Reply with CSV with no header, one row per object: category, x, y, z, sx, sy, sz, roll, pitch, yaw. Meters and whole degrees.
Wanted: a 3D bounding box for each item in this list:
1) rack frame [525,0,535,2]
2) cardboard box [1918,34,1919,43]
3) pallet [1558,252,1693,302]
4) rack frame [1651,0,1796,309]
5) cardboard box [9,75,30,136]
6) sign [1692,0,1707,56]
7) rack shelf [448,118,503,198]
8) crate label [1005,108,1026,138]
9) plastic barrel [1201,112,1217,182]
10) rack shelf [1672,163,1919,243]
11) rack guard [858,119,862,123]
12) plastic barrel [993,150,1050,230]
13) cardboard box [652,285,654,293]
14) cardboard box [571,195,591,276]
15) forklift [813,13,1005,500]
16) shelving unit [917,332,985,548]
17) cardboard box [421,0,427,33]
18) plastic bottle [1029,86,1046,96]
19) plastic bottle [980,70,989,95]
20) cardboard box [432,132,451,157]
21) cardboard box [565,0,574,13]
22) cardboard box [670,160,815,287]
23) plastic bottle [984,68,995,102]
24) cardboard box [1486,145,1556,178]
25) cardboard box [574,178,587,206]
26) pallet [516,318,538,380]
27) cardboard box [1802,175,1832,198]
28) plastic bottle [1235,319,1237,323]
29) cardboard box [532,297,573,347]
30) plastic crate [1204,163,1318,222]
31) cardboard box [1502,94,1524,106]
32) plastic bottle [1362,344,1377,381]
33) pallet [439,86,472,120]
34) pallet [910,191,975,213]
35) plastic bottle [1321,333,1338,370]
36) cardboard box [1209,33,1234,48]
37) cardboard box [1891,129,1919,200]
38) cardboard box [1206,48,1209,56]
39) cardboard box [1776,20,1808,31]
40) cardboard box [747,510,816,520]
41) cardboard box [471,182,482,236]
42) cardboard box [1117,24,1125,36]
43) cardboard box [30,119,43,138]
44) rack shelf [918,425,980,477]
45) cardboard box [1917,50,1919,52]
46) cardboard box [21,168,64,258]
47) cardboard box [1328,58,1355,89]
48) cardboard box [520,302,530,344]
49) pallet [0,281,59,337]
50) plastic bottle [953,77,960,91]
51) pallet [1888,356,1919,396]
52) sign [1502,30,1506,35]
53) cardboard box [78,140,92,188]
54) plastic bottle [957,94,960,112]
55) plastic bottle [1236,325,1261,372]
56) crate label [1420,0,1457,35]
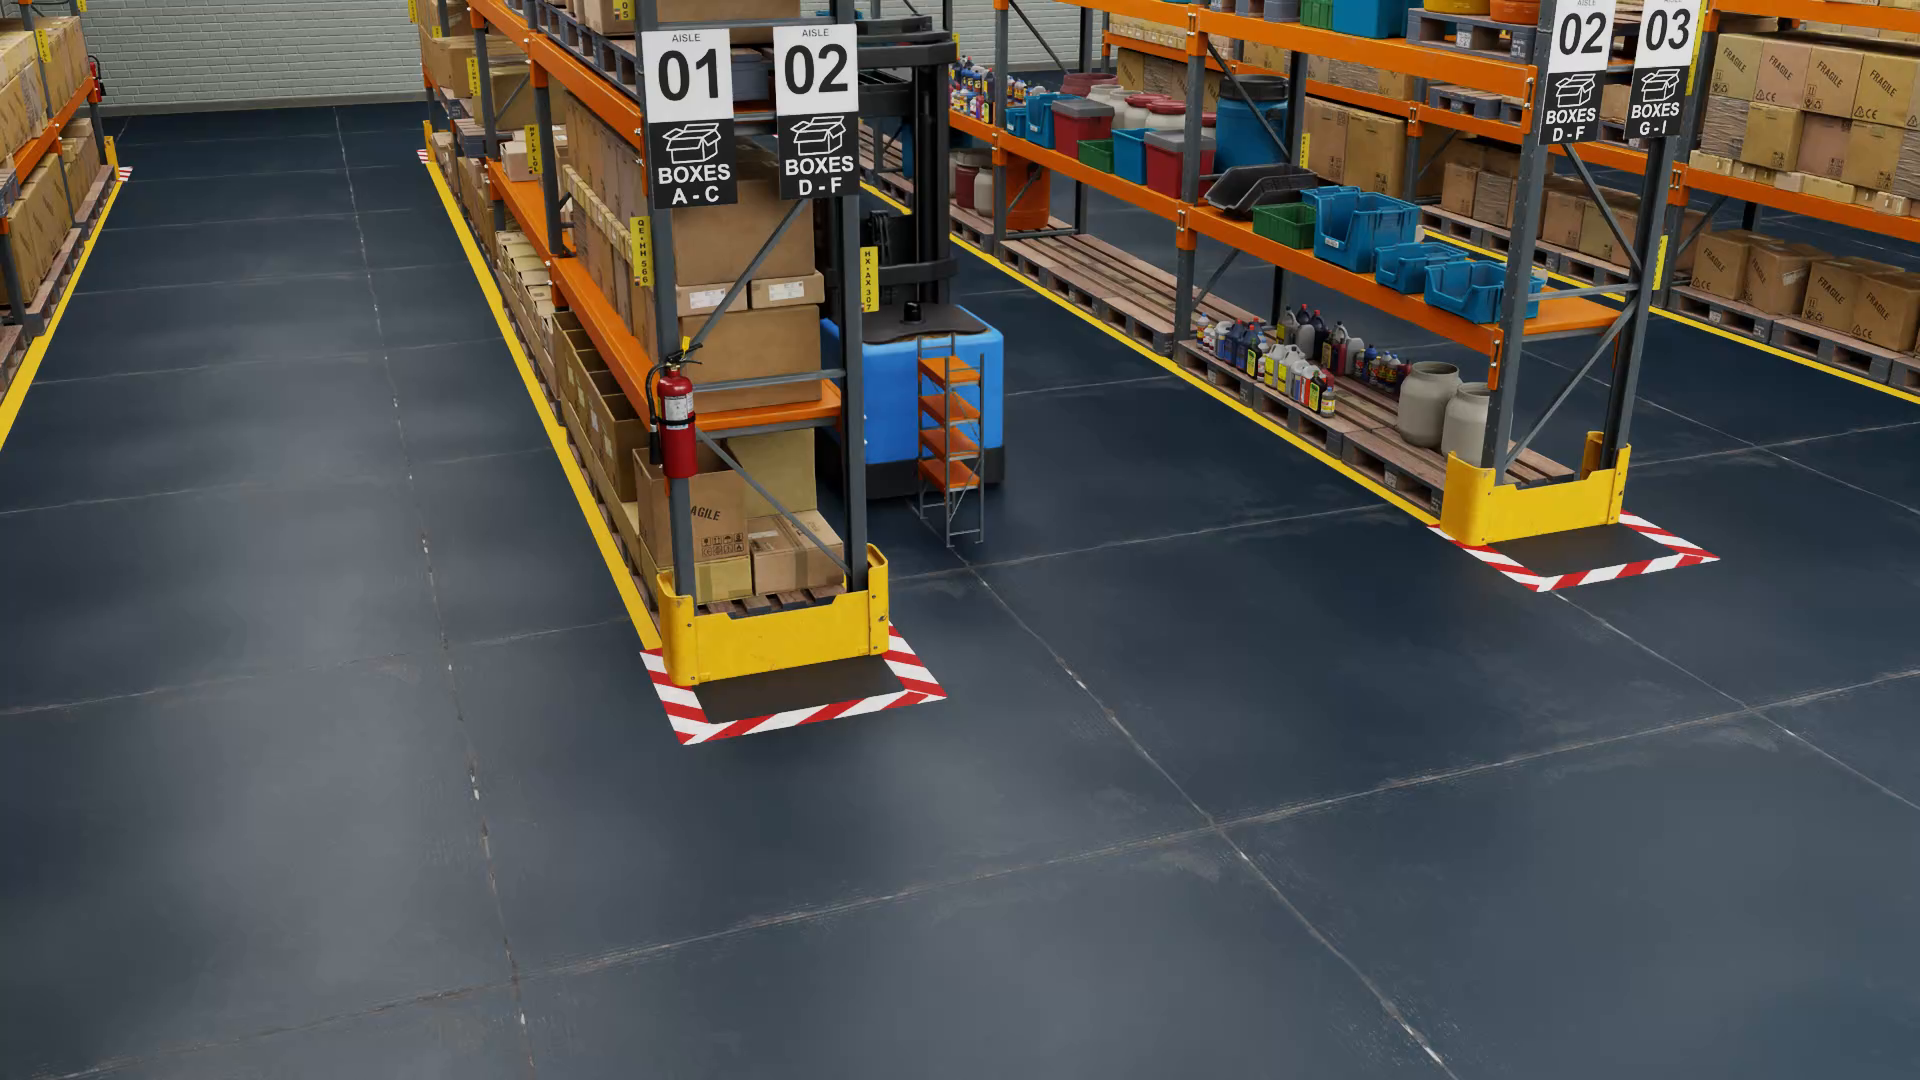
rack frame,-2.388,-4.998,10.521,1.000,3.000,0.127,-8,24,-19
cardboard box,10.837,-5.475,17.963,0.700,0.500,0.500,-9,24,-20
pallet,6.605,-2.589,16.120,1.003,0.211,1.213,-8,24,-19
rack frame,6.881,-3.591,14.908,1.000,3.000,0.127,-8,24,-19
cardboard box,-8.908,-3.970,15.269,0.500,0.500,0.500,-8,24,-17
sign,4.177,-2.918,9.439,0.100,0.325,0.005,-8,24,-19
rack shelf,-4.507,-4.082,16.999,1.077,0.370,4.000,-8,24,-19
crate label,0.633,-4.083,16.291,0.303,0.233,0.416,-8,24,-19
plastic barrel,2.115,-3.352,14.166,0.433,0.535,0.433,0,23,0
rack shelf,7.588,-2.533,13.324,1.077,0.370,4.000,-8,24,-19
rack guard,-2.012,-6.127,24.143,1.175,0.500,0.348,-8,24,-19
plastic barrel,0.646,-3.734,17.500,0.600,0.830,0.708,-8,24,-19
cardboard box,-1.382,-1.332,8.585,0.380,0.149,0.250,-8,24,-18
cardboard box,-2.225,-2.119,11.287,0.700,0.500,0.500,-9,24,-20
forklift,-0.712,-2.150,11.578,1.130,2.935,3.031,-9,24,-20
shelving unit,-0.058,-0.613,10.160,0.258,1.200,0.503,-8,24,-19
cardboard box,-6.353,-6.532,20.468,0.500,0.500,0.500,-8,24,-18
plastic bottle,0.821,-4.677,17.645,0.152,0.276,0.135,-8,24,-19
plastic bottle,0.300,-5.213,18.916,0.152,0.276,0.135,-8,24,-19
cardboard box,-6.523,-5.111,21.488,0.500,0.250,0.500,-8,24,-19
cardboard box,-1.924,-3.305,9.514,0.797,0.503,0.637,-6,24,-13
cardboard box,-1.146,-1.614,8.419,0.700,0.500,0.500,-8,24,-19
plastic bottle,0.347,-5.037,18.401,0.144,0.351,0.185,-8,24,-19
cardboard box,5.930,-4.010,17.589,0.500,0.250,0.500,-6,23,-13
cardboard box,-2.292,-2.269,10.808,0.380,0.149,0.250,-9,24,-20
pallet,-3.119,-1.655,13.904,1.003,0.211,1.213,-8,24,-19
cardboard box,7.140,-2.905,13.604,0.380,0.149,0.250,-8,24,-19
plastic bottle,2.189,-1.588,13.086,0.061,0.283,0.133,-8,24,-19
cardboard box,-2.989,-1.714,12.732,0.500,0.311,0.500,-8,24,-18
plastic crate,2.314,-2.675,12.815,0.767,0.338,0.504,-8,24,-19
cardboard box,5.845,-4.528,16.784,0.500,0.250,0.500,-9,24,-20
plastic bottle,3.084,-1.340,12.513,0.097,0.271,0.097,0,23,0
pallet,-5.034,-4.746,17.896,1.003,0.211,1.213,-8,24,-19
pallet,0.090,-3.803,19.002,1.003,0.211,1.213,-8,24,-19
plastic bottle,2.840,-1.458,12.777,0.061,0.283,0.133,-8,24,-19
cardboard box,3.654,-6.690,22.071,0.500,0.250,0.500,-9,24,-20
cardboard box,7.701,-2.877,12.703,0.875,0.500,0.500,-8,24,-19
cardboard box,3.459,-6.635,22.453,0.380,0.149,0.250,-9,24,-20
cardboard box,10.161,-6.236,20.201,0.380,0.149,0.250,-8,24,-19
cardboard box,-1.136,-0.113,9.655,0.500,0.250,0.500,-8,24,-19
cardboard box,-4.724,-3.423,17.161,0.500,0.500,0.500,-9,25,-21
cardboard box,2.551,-7.568,24.668,0.380,0.149,0.250,-9,24,-20
cardboard box,-9.153,-3.992,16.157,0.380,0.149,0.250,-8,24,-19
rack shelf,-0.058,-0.551,10.186,0.258,0.148,0.480,-8,24,-19
cardboard box,7.825,-3.564,13.044,0.500,0.500,0.500,-8,24,-19
cardboard box,-9.179,-3.121,16.020,0.750,0.750,0.750,-8,24,-17
cardboard box,4.705,-5.606,19.560,0.500,0.500,0.500,-9,25,-21
cardboard box,-3.342,-1.826,13.719,0.500,0.250,0.500,-8,24,-18
pallet,-8.642,-2.018,14.765,1.003,0.211,1.213,-8,24,-19
plastic bottle,-0.042,-4.902,18.168,0.061,0.283,0.133,-8,24,-19
pallet,8.014,-1.180,12.779,1.003,0.211,1.213,-8,24,-19
sign,5.973,-5.619,18.332,0.100,0.325,0.005,-8,24,-19
cardboard box,-10.564,-4.349,19.384,0.700,0.500,0.500,-9,25,-21
plastic bottle,0.015,-4.667,17.717,0.097,0.201,0.097,0,23,0
plastic bottle,2.211,-1.475,12.731,0.144,0.351,0.185,-9,25,-21
crate label,3.309,-3.497,11.015,0.502,0.251,0.408,-8,24,-19
